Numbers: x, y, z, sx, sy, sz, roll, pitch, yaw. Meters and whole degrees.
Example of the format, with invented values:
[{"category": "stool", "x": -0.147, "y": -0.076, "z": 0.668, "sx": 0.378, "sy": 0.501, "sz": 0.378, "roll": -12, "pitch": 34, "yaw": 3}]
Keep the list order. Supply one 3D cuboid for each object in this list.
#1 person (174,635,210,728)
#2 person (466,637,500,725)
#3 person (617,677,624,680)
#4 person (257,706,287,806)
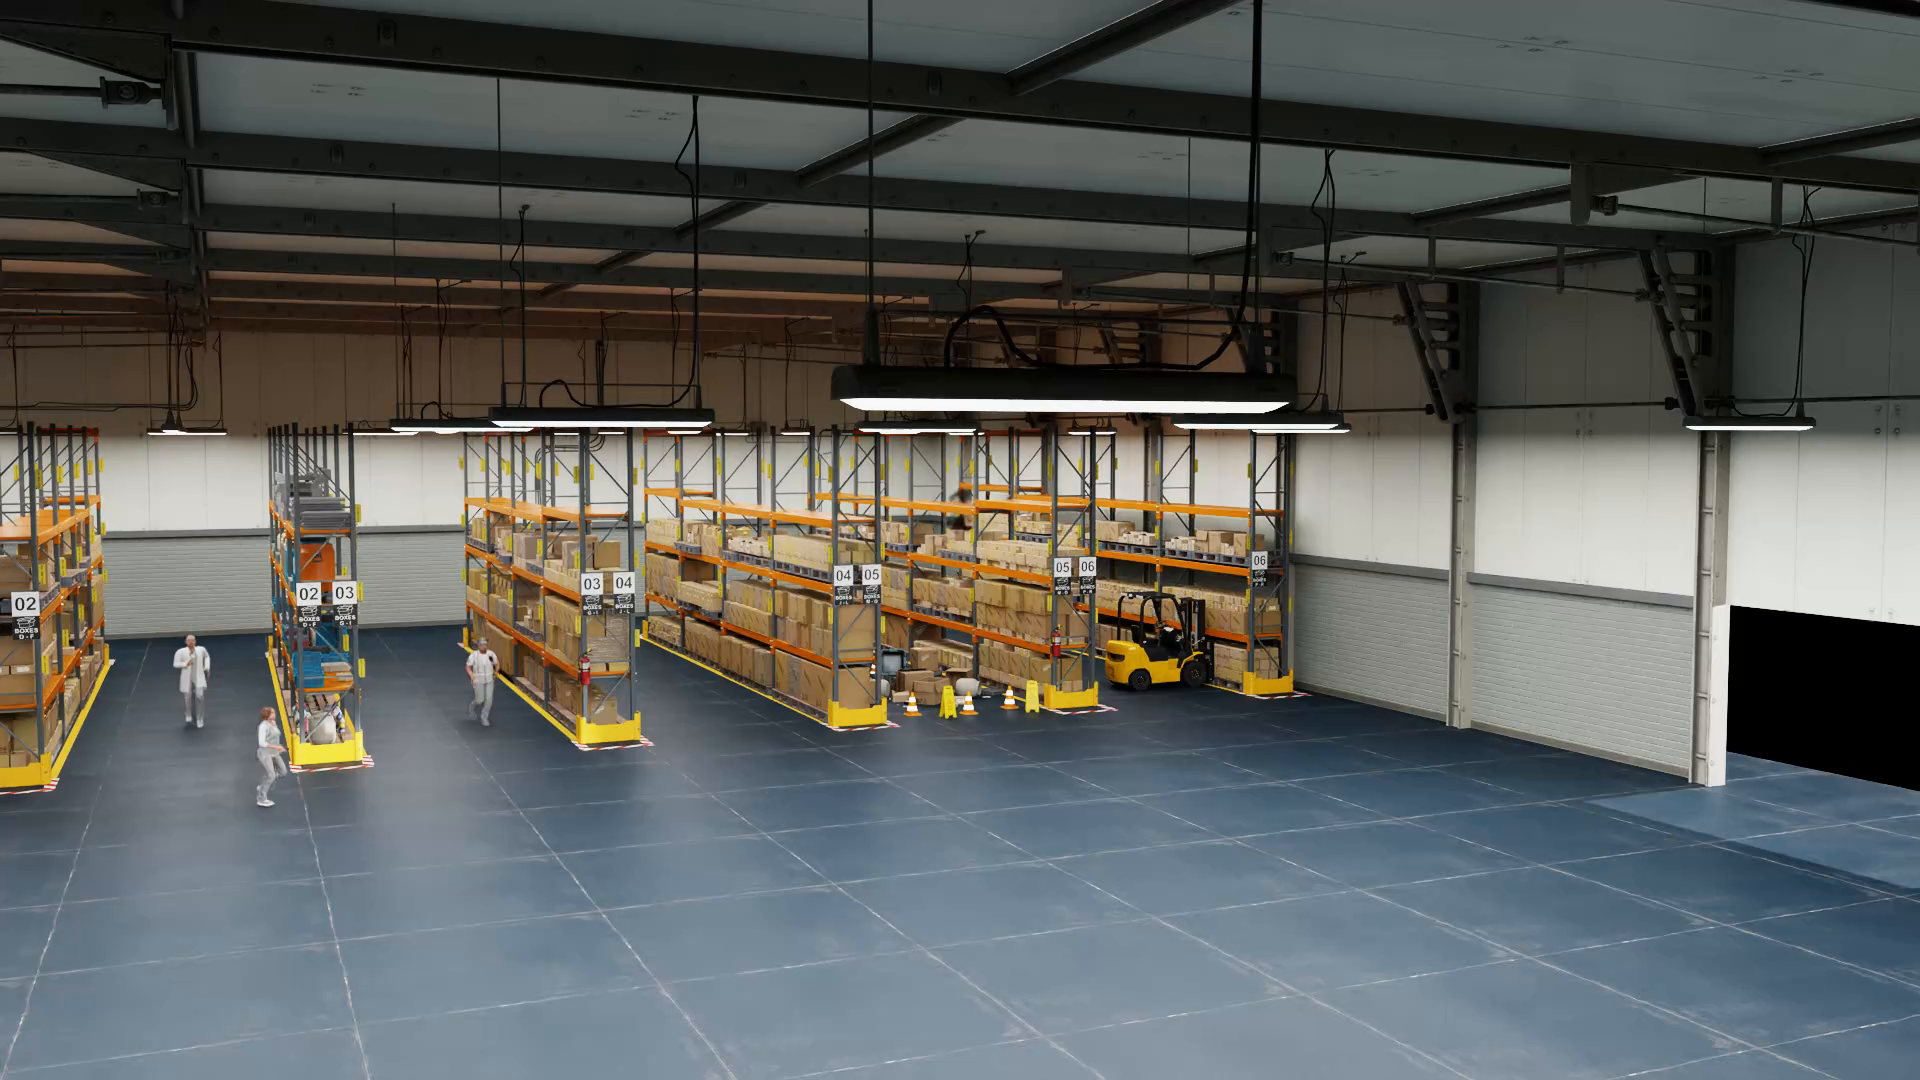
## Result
[{"category": "person", "x": -15.297, "y": 2.806, "z": 33.139, "sx": 0.677, "sy": 1.846, "sz": 0.866, "roll": -2, "pitch": 4, "yaw": -29}, {"category": "person", "x": -9.553, "y": 2.819, "z": 33.366, "sx": 0.653, "sy": 1.758, "sz": 0.647, "roll": -2, "pitch": 4, "yaw": -29}, {"category": "person", "x": -8.163, "y": 2.471, "z": 39.556, "sx": 0.661, "sy": 1.694, "sz": 0.733, "roll": -2, "pitch": 4, "yaw": -32}, {"category": "person", "x": -10.707, "y": 3.353, "z": 25.881, "sx": 0.553, "sy": 1.557, "sz": 0.581, "roll": 0, "pitch": 3, "yaw": 5}]
